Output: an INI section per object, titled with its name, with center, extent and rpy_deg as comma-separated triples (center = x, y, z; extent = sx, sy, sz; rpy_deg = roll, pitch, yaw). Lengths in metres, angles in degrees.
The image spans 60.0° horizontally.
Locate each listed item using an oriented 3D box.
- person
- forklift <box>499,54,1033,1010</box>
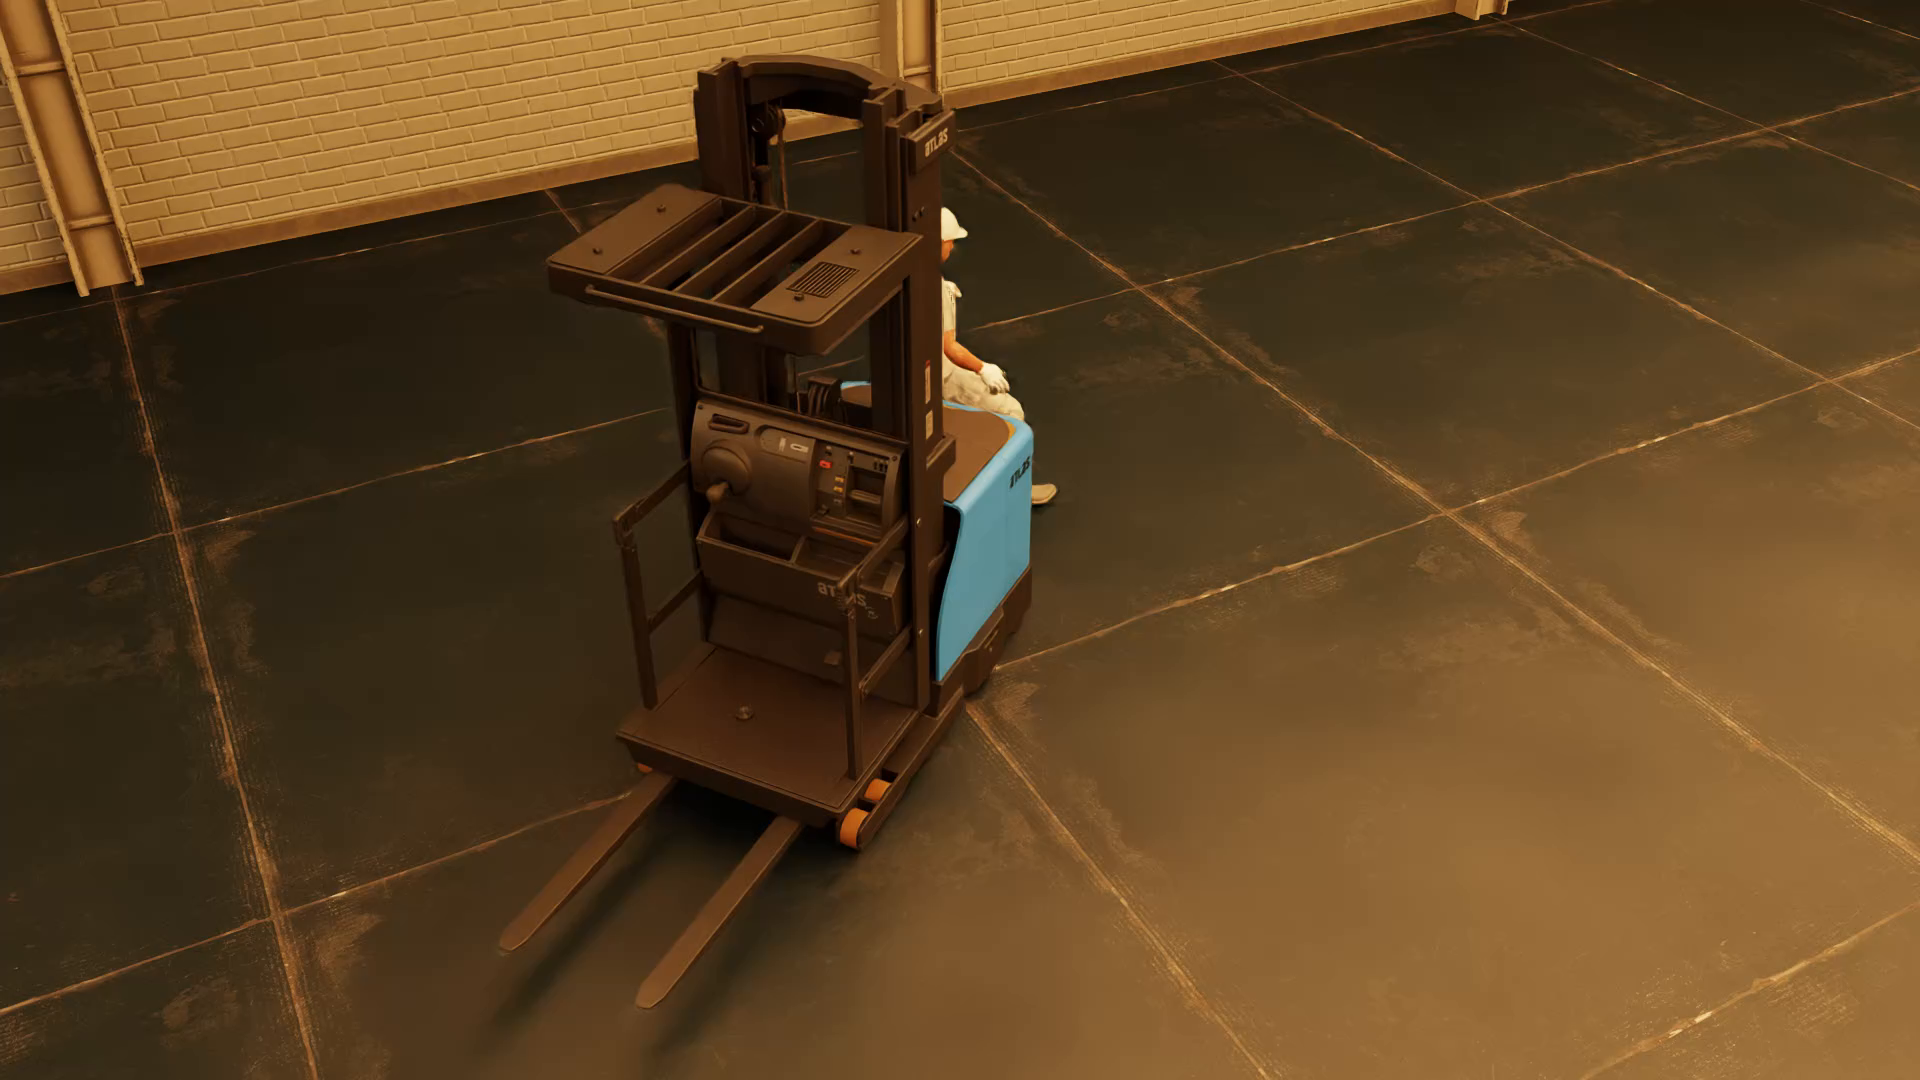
[person]
center = -0.074, -0.998, 8.719
extent = 0.929, 1.628, 1.020
rpy_deg = -12, 37, -17
[forklift]
center = -0.749, -0.215, 6.427
extent = 1.130, 2.935, 3.031
rpy_deg = 16, 38, 21
